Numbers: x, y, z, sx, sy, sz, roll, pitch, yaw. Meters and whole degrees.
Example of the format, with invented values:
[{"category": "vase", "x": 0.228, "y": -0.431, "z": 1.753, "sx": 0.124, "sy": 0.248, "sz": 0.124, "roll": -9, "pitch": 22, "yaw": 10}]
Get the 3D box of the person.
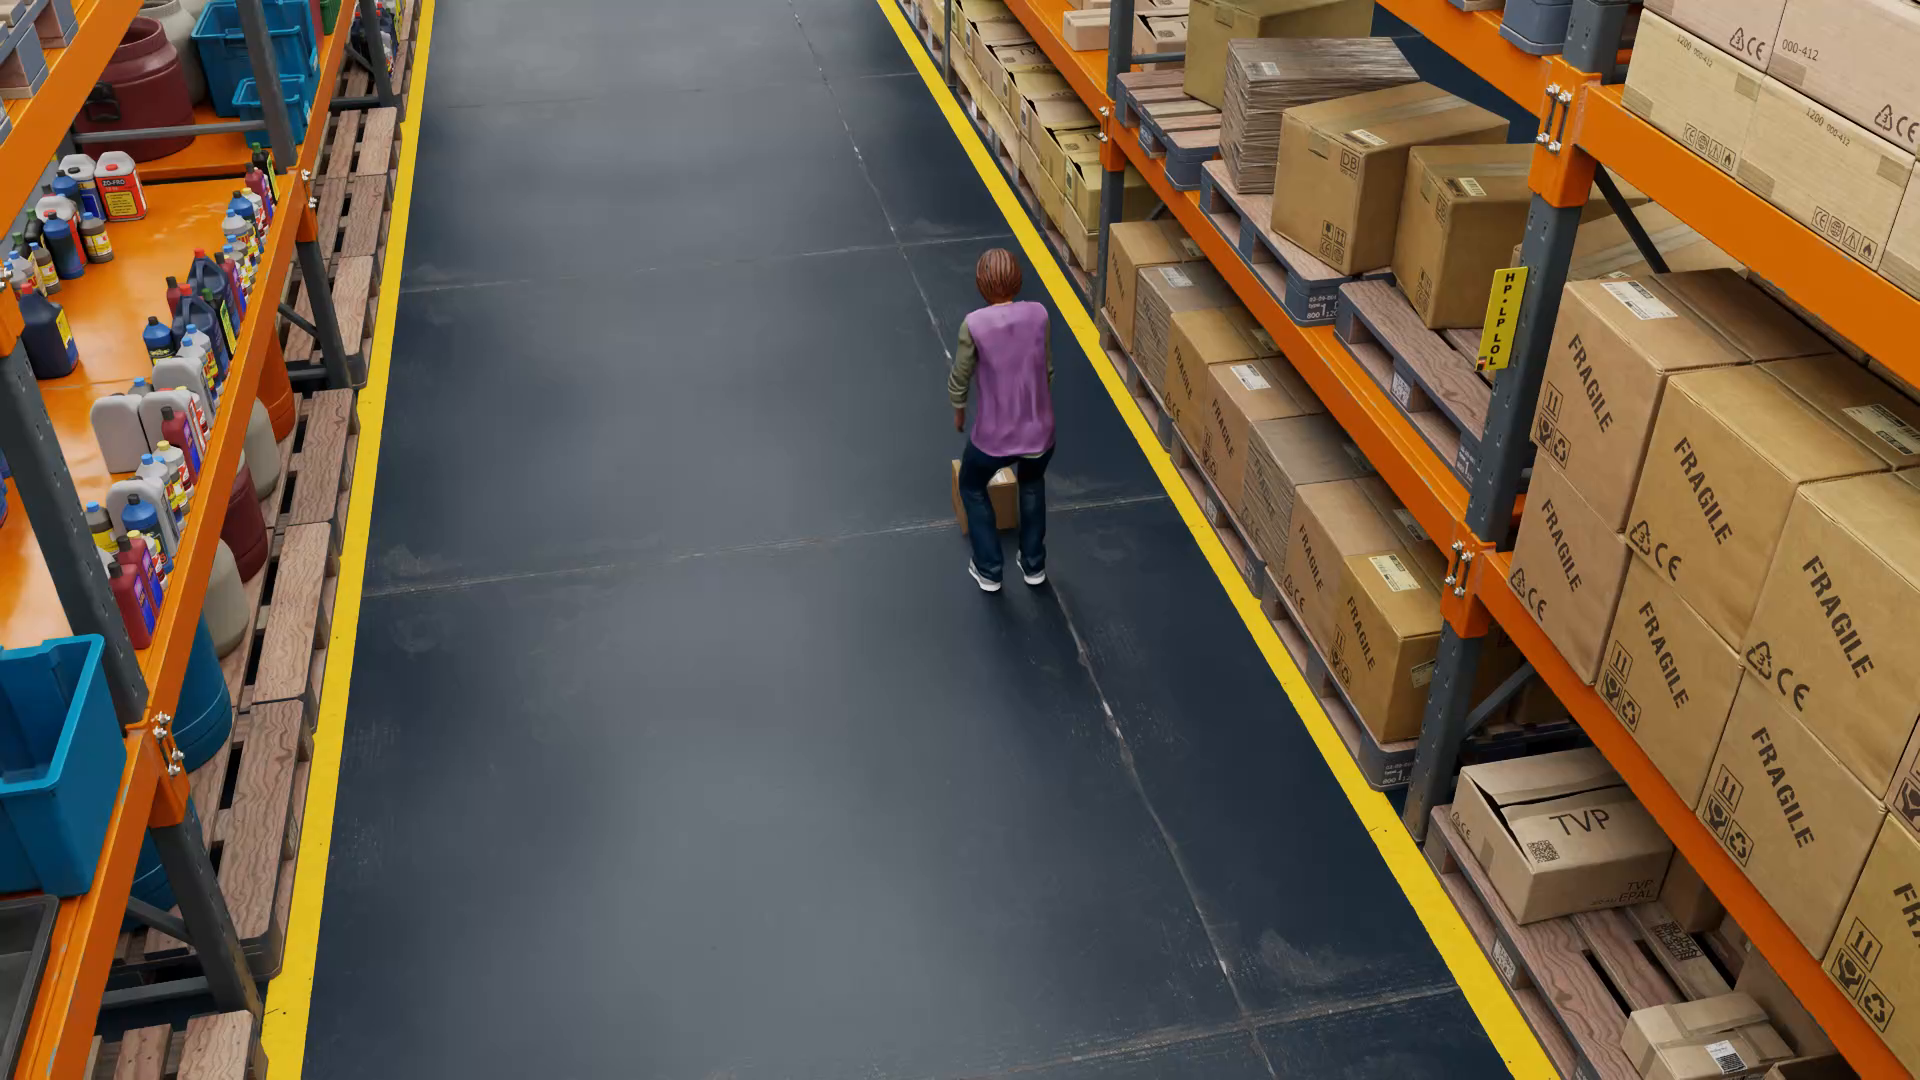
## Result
[{"category": "person", "x": 0.185, "y": -0.354, "z": 6.930, "sx": 0.444, "sy": 1.302, "sz": 0.362, "roll": -7, "pitch": 35, "yaw": -9}]
